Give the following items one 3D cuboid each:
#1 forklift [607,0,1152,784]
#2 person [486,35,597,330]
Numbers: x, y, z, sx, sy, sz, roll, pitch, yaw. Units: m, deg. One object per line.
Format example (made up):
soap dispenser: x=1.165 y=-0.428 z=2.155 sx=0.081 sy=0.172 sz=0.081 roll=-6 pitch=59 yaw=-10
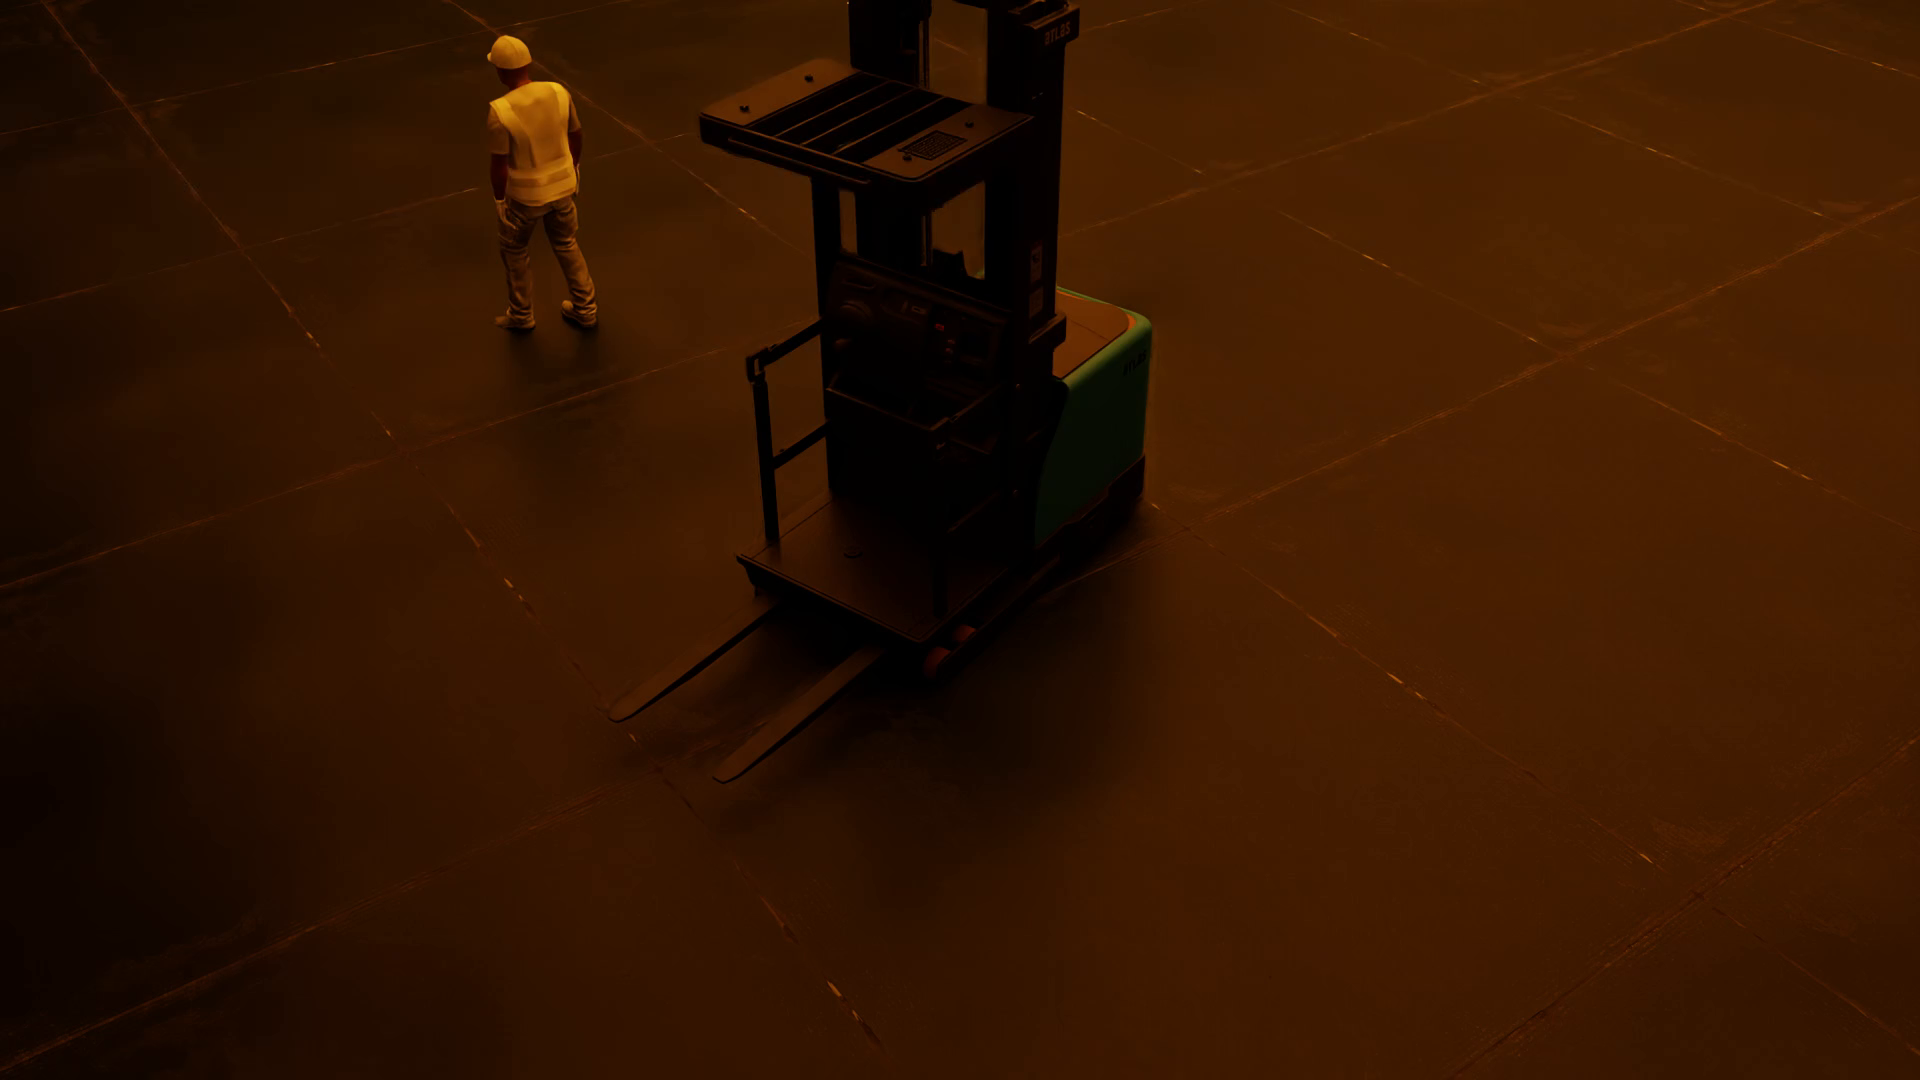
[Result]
forklift: x=-0.329 y=-0.860 z=7.107 sx=1.130 sy=2.935 sz=3.031 roll=24 pitch=43 yaw=28
person: x=-2.503 y=-2.071 z=9.751 sx=0.509 sy=1.800 sz=0.641 roll=30 pitch=46 yaw=34
